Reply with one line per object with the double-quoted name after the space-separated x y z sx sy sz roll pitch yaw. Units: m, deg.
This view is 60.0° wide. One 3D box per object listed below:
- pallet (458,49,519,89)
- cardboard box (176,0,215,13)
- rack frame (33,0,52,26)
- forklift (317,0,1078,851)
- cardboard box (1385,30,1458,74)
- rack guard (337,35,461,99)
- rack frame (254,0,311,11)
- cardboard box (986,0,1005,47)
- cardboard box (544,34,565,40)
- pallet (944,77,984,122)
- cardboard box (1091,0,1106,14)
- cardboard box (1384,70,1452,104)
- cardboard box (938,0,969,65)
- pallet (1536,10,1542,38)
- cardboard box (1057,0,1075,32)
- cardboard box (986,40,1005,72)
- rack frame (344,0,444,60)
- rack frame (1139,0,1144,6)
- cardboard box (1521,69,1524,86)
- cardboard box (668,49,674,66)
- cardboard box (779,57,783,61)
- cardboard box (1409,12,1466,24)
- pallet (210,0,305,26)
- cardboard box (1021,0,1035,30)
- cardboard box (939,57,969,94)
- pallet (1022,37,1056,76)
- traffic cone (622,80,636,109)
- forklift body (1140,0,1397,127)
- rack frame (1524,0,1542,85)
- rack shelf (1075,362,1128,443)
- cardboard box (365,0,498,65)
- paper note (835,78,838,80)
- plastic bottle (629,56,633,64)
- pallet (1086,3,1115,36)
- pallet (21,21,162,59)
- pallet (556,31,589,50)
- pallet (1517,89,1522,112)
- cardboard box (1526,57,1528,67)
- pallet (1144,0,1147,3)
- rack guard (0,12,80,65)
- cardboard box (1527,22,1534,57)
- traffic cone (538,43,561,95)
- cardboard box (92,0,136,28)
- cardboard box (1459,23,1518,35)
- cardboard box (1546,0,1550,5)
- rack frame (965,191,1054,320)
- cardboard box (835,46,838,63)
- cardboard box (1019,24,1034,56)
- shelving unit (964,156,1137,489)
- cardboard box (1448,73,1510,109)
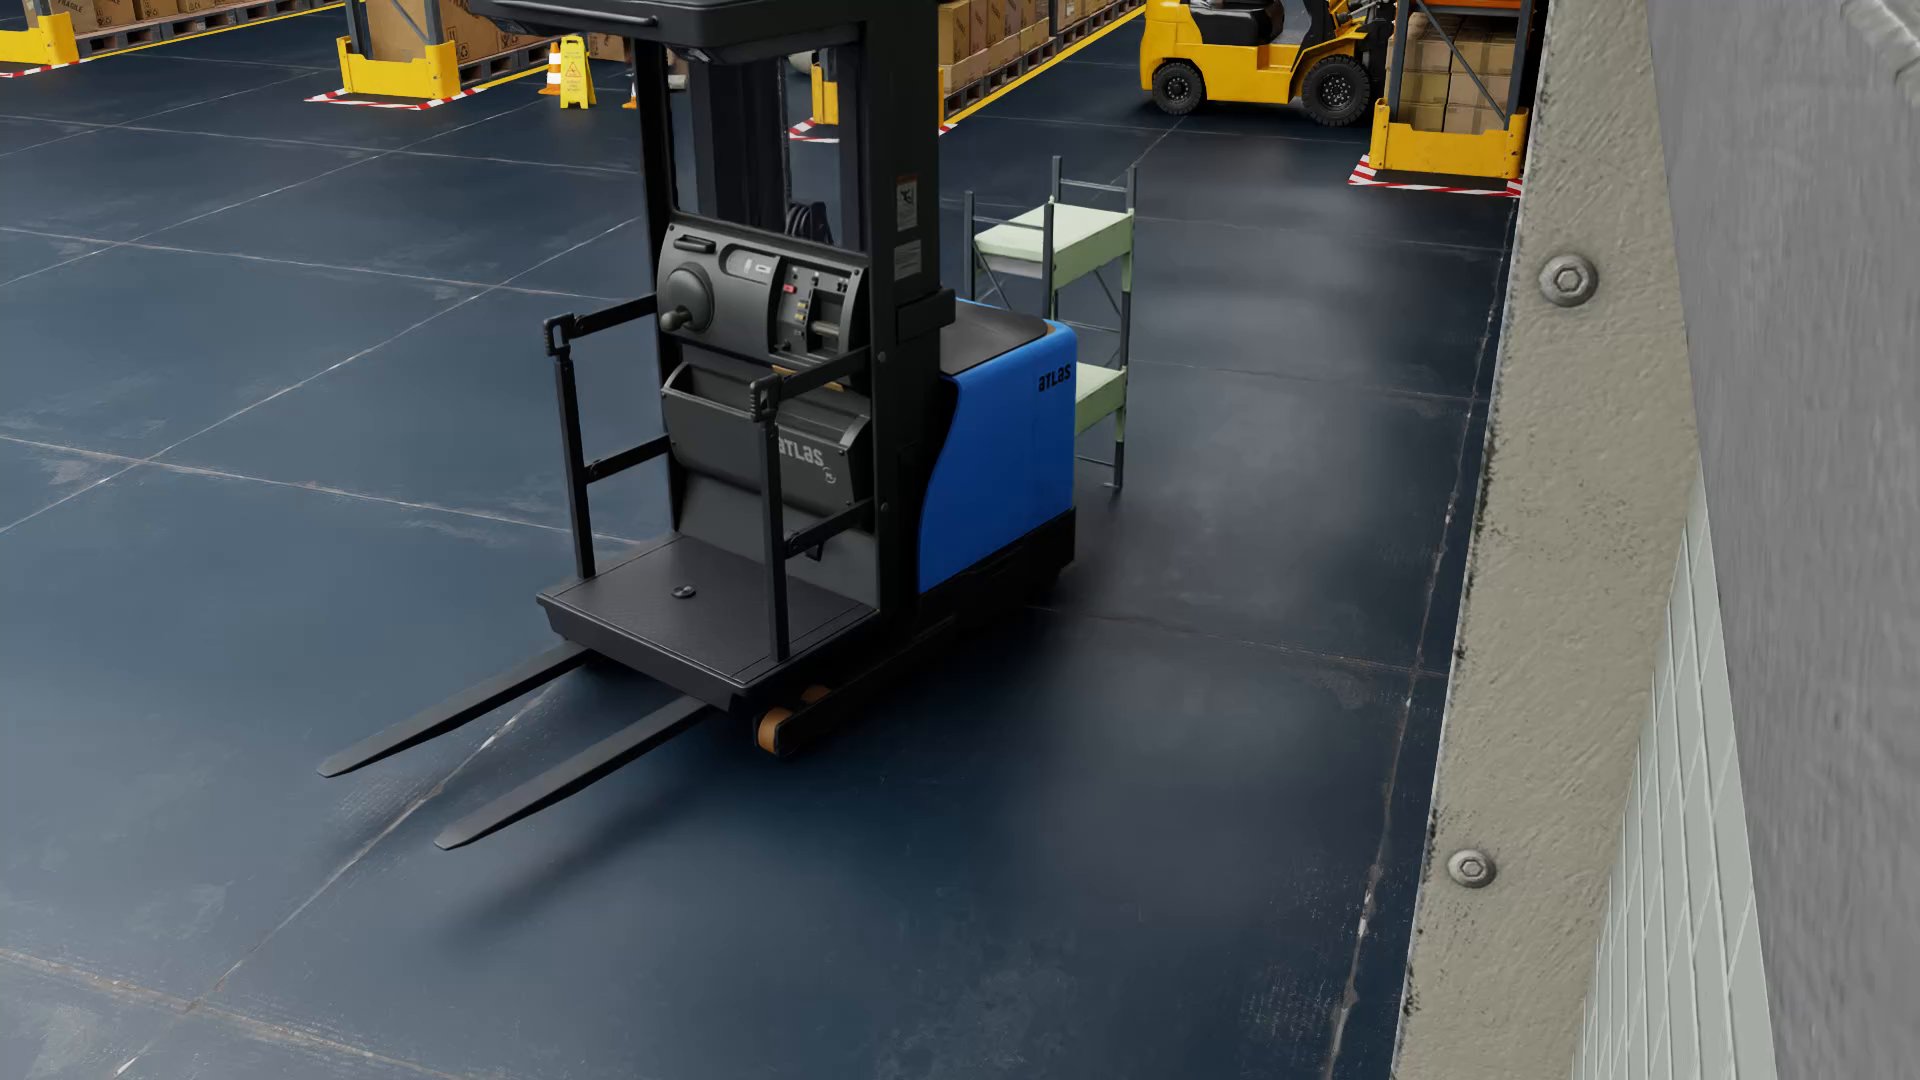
-5.271 -4.840 17.005 1.003 0.211 1.213 9 27 17 "pallet"
-9.263 -6.562 19.748 0.500 0.500 0.500 6 27 13 "cardboard box"
-10.107 -6.516 17.266 1.000 3.000 0.127 9 27 17 "rack frame"
-0.829 -0.820 5.580 1.130 2.935 3.031 19 32 34 "forklift"
3.779 -3.997 13.589 0.500 0.250 0.500 10 27 19 "cardboard box"
-5.471 -4.620 16.219 1.175 0.500 0.348 9 27 17 "rack guard"
-8.776 -8.160 20.661 1.000 3.000 0.127 9 27 17 "rack frame"
0.119 -5.090 16.133 0.500 0.500 0.500 9 27 18 "cardboard box"
-4.704 -6.013 18.182 0.875 0.875 0.875 9 27 18 "cardboard box"
-0.433 -4.184 15.649 1.003 0.211 1.213 9 27 17 "pallet"
1.207 -6.527 19.822 0.950 0.372 0.625 10 27 19 "cardboard box"
3.787 -3.783 13.720 0.500 0.250 0.500 8 27 17 "cardboard box"
-0.225 -4.669 15.265 0.500 0.500 0.500 8 27 16 "cardboard box"
6.271 -6.061 19.525 1.003 0.211 1.213 9 27 17 "pallet"
0.741 -5.945 18.620 0.950 0.372 0.625 9 27 18 "cardboard box"
0.114 -4.757 16.306 0.500 0.250 0.500 11 28 21 "cardboard box"
-5.464 -5.755 15.695 1.000 3.000 0.127 9 27 17 "rack frame"
1.900 -8.367 21.088 1.000 3.000 0.127 9 27 17 "rack frame"
4.945 -4.313 15.389 0.500 0.250 0.500 9 27 18 "cardboard box"
-2.968 -5.195 17.675 0.396 0.266 0.258 14 29 26 "cardboard box"
-2.262 -5.491 17.858 0.797 0.637 0.503 9 27 17 "cardboard box"
4.102 -4.416 14.455 0.500 0.250 0.500 9 27 18 "cardboard box"
-8.966 -6.624 20.688 1.003 0.211 1.213 9 27 17 "pallet"
0.458 -5.521 17.023 0.500 0.500 0.500 9 27 18 "cardboard box"
-0.233 -4.322 15.408 0.500 0.250 0.500 9 27 17 "cardboard box"
0.379 -5.187 17.720 1.003 0.211 1.213 9 27 17 "pallet"
-2.995 -4.322 15.646 0.336 0.463 0.334 9 27 17 "traffic cone"
2.831 -5.023 15.155 2.313 2.155 1.214 9 27 17 "forklift body"
5.251 -6.005 16.210 1.000 3.000 0.127 9 27 17 "rack frame"
0.388 -0.531 7.374 0.431 0.370 0.720 15 30 28 "rack shelf"
-5.300 -5.276 16.662 0.875 0.875 0.875 9 27 18 "cardboard box"
-1.196 -4.692 16.907 0.142 0.019 0.148 0 26 -1 "paper note"
-3.390 -5.130 17.776 0.283 0.061 0.133 0 26 -1 "plastic bottle"
1.231 -6.291 20.001 1.003 0.211 1.213 9 27 17 "pallet"
-9.778 -5.621 18.617 1.003 0.211 1.213 9 27 17 "pallet"
-4.459 -5.843 19.076 1.003 0.211 1.213 9 27 17 "pallet"
4.543 -3.926 15.116 1.003 0.211 1.213 9 27 17 "pallet"
5.280 -4.727 16.245 0.500 0.250 0.500 9 27 18 "cardboard box"
2.234 -7.425 22.342 1.003 0.211 1.213 9 27 17 "pallet"
-10.082 -5.422 17.875 1.175 0.500 0.348 9 27 17 "rack guard"
5.129 -4.737 15.692 0.500 0.250 0.500 9 27 18 "cardboard box"
-3.948 -4.626 16.273 0.336 0.463 0.334 9 27 17 "traffic cone"
-9.717 -6.085 18.762 0.500 0.500 0.500 17 30 31 "cardboard box"
4.421 -4.138 13.881 0.500 0.250 0.500 9 27 18 "cardboard box"
6.987 -6.845 20.332 0.500 0.500 0.500 10 28 19 "cardboard box"
0.195 -0.689 6.952 0.400 1.500 0.023 15 30 28 "rack frame"
-1.071 -5.356 17.735 0.500 0.500 0.500 -14 29 -27 "cardboard box"
0.458 -5.172 17.164 0.500 0.250 0.500 8 27 16 "cardboard box"
0.388 -0.825 7.232 0.431 1.500 0.755 15 30 28 "shelving unit"
4.272 -3.700 13.550 0.500 0.250 0.500 9 27 18 "cardboard box"
